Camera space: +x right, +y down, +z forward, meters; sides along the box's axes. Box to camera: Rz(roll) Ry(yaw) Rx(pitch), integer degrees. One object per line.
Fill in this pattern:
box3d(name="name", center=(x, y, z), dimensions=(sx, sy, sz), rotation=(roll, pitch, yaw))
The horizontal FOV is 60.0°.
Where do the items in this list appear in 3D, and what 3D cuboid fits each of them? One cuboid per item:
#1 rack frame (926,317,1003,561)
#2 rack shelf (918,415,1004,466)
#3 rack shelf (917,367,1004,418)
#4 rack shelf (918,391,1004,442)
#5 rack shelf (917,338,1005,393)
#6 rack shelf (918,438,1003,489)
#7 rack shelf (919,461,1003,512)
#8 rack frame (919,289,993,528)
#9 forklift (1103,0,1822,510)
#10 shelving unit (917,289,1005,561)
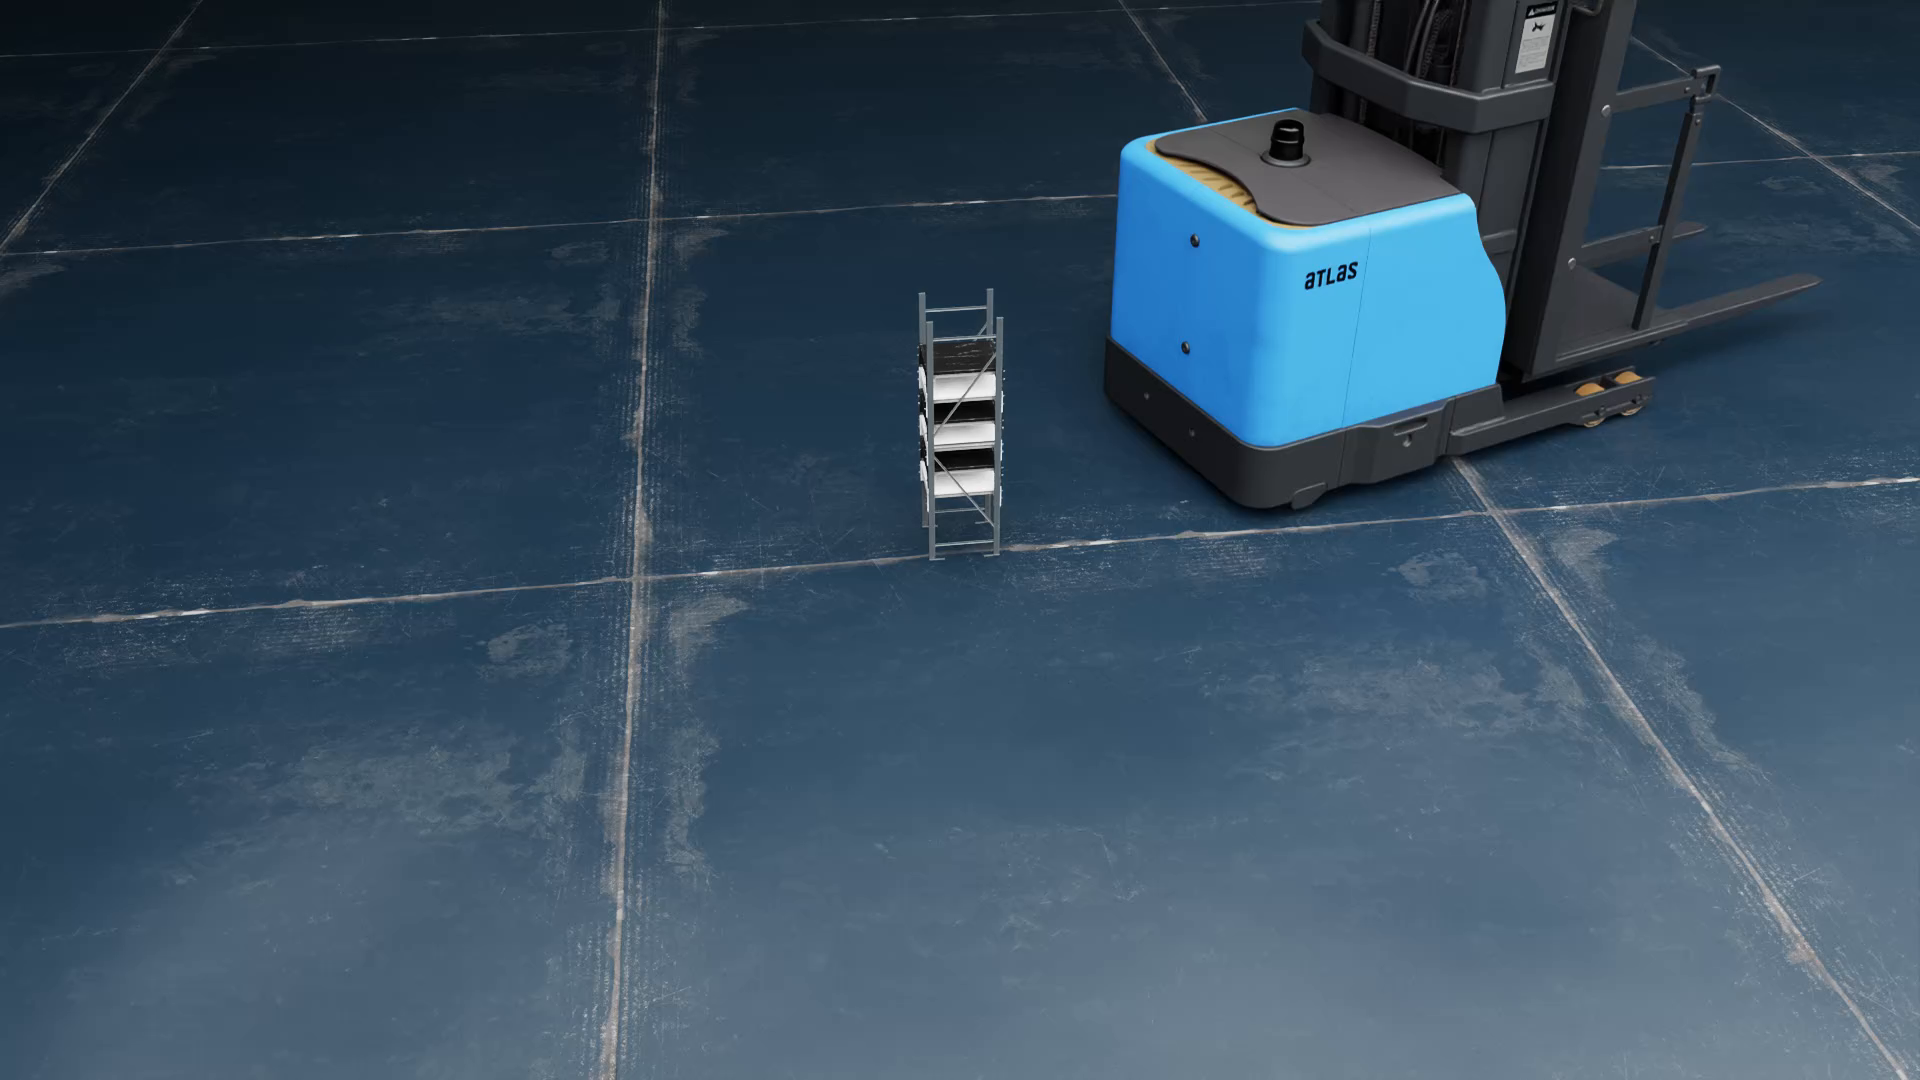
box3d(name="rack frame", center=(0.015, -0.311, 5.407), dimensions=(0.240, 0.900, 0.006), rotation=(-4, 35, -6))
box3d(name="rack shelf", center=(0.001, -0.340, 5.509), dimensions=(0.258, 0.077, 0.200), rotation=(-4, 35, -6))
box3d(name="rack shelf", center=(0.001, -0.489, 5.407), dimensions=(0.258, 0.077, 0.200), rotation=(-4, 35, -6))
box3d(name="rack shelf", center=(0.001, -0.414, 5.458), dimensions=(0.258, 0.077, 0.200), rotation=(-4, 35, -6))
box3d(name="rack shelf", center=(0.001, -0.563, 5.357), dimensions=(0.258, 0.077, 0.200), rotation=(-4, 35, -6))
box3d(name="rack shelf", center=(0.001, -0.265, 5.559), dimensions=(0.258, 0.077, 0.200), rotation=(-4, 35, -6))
box3d(name="rack shelf", center=(0.001, -0.191, 5.610), dimensions=(0.258, 0.077, 0.200), rotation=(-4, 35, -6))
box3d(name="rack frame", center=(-0.013, -0.424, 5.573), dimensions=(0.240, 0.900, 0.006), rotation=(-4, 35, -6))
box3d(name="forklift", center=(2.109, -1.892, 5.924), dimensions=(3.031, 2.935, 1.130), rotation=(-16, 37, -22))
box3d(name="shelving unit", center=(0.001, -0.367, 5.490), dimensions=(0.258, 0.900, 0.210), rotation=(-4, 35, -6))
